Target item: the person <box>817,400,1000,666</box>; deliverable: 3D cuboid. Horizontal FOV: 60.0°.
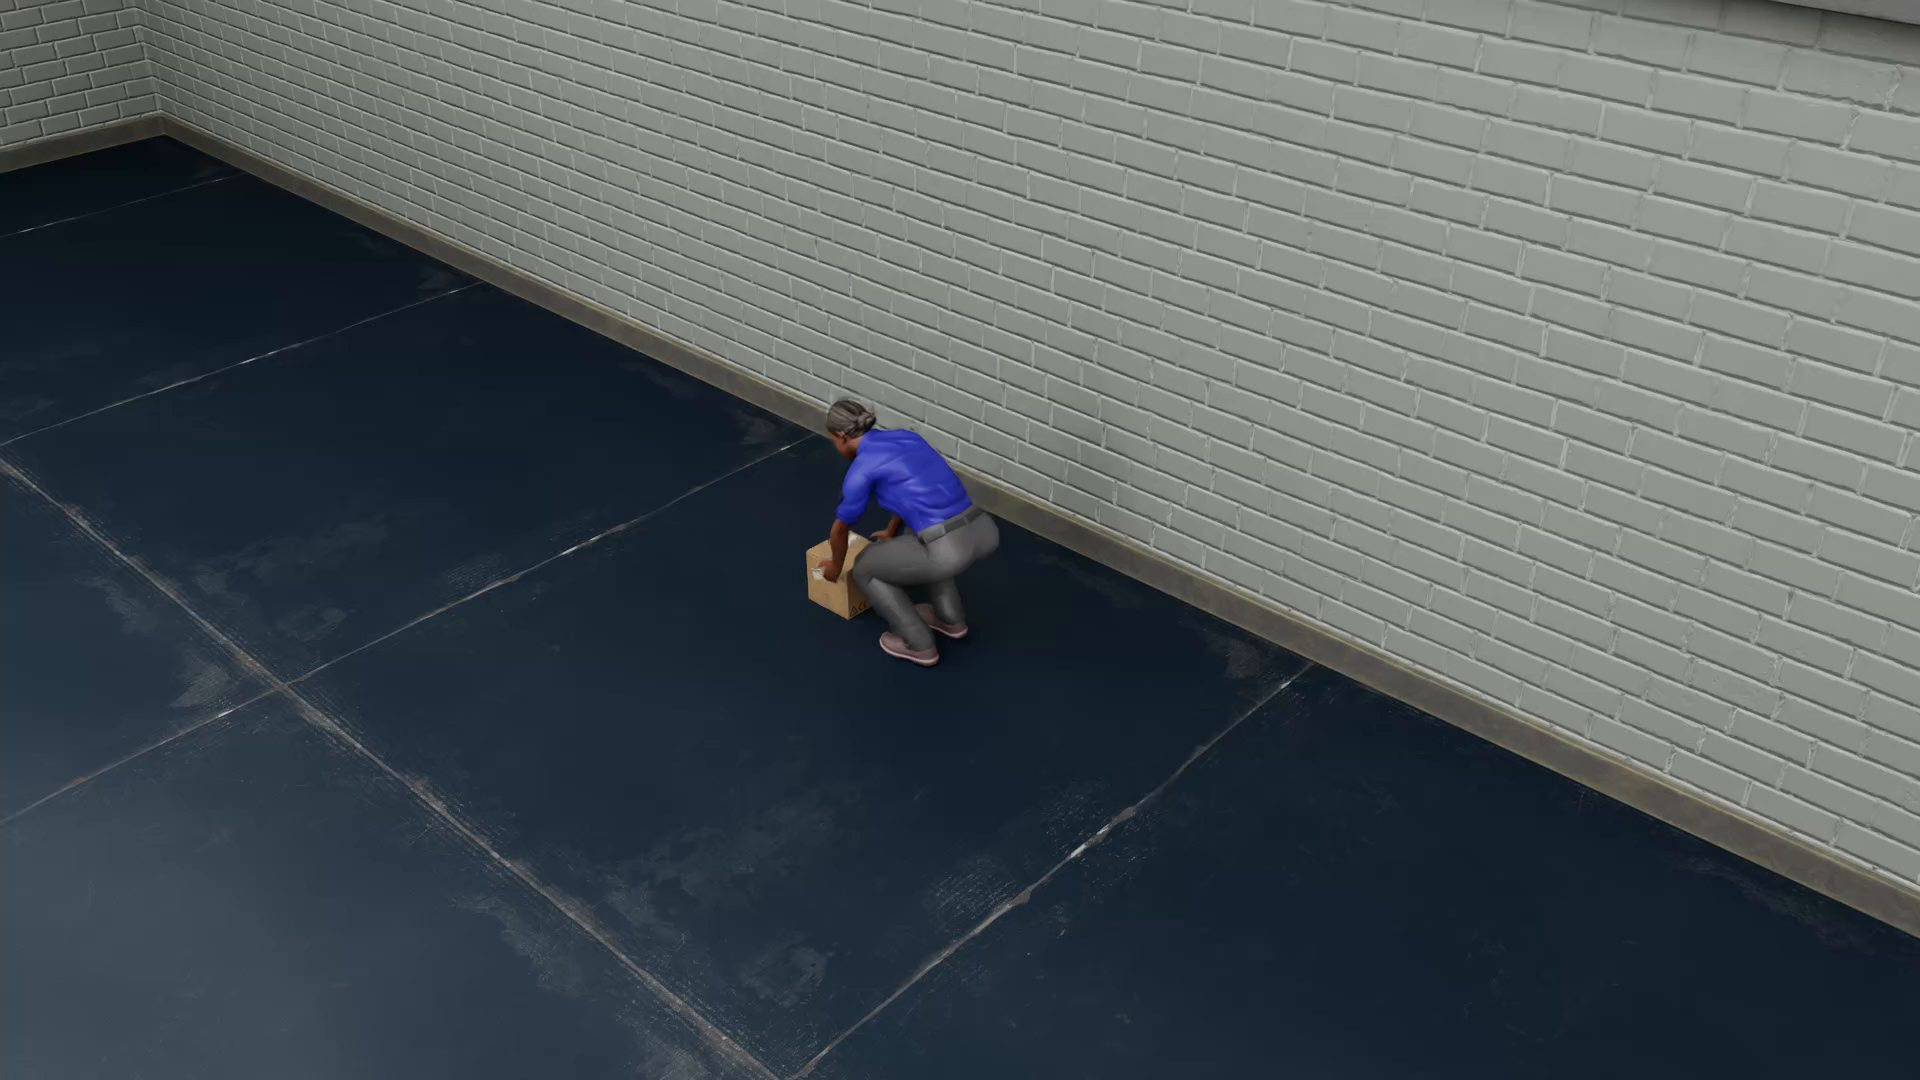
[{"bbox_3d":[-0.220,-0.025,6.791,0.767,1.025,0.485,25,40,35],"label":"person"}]
